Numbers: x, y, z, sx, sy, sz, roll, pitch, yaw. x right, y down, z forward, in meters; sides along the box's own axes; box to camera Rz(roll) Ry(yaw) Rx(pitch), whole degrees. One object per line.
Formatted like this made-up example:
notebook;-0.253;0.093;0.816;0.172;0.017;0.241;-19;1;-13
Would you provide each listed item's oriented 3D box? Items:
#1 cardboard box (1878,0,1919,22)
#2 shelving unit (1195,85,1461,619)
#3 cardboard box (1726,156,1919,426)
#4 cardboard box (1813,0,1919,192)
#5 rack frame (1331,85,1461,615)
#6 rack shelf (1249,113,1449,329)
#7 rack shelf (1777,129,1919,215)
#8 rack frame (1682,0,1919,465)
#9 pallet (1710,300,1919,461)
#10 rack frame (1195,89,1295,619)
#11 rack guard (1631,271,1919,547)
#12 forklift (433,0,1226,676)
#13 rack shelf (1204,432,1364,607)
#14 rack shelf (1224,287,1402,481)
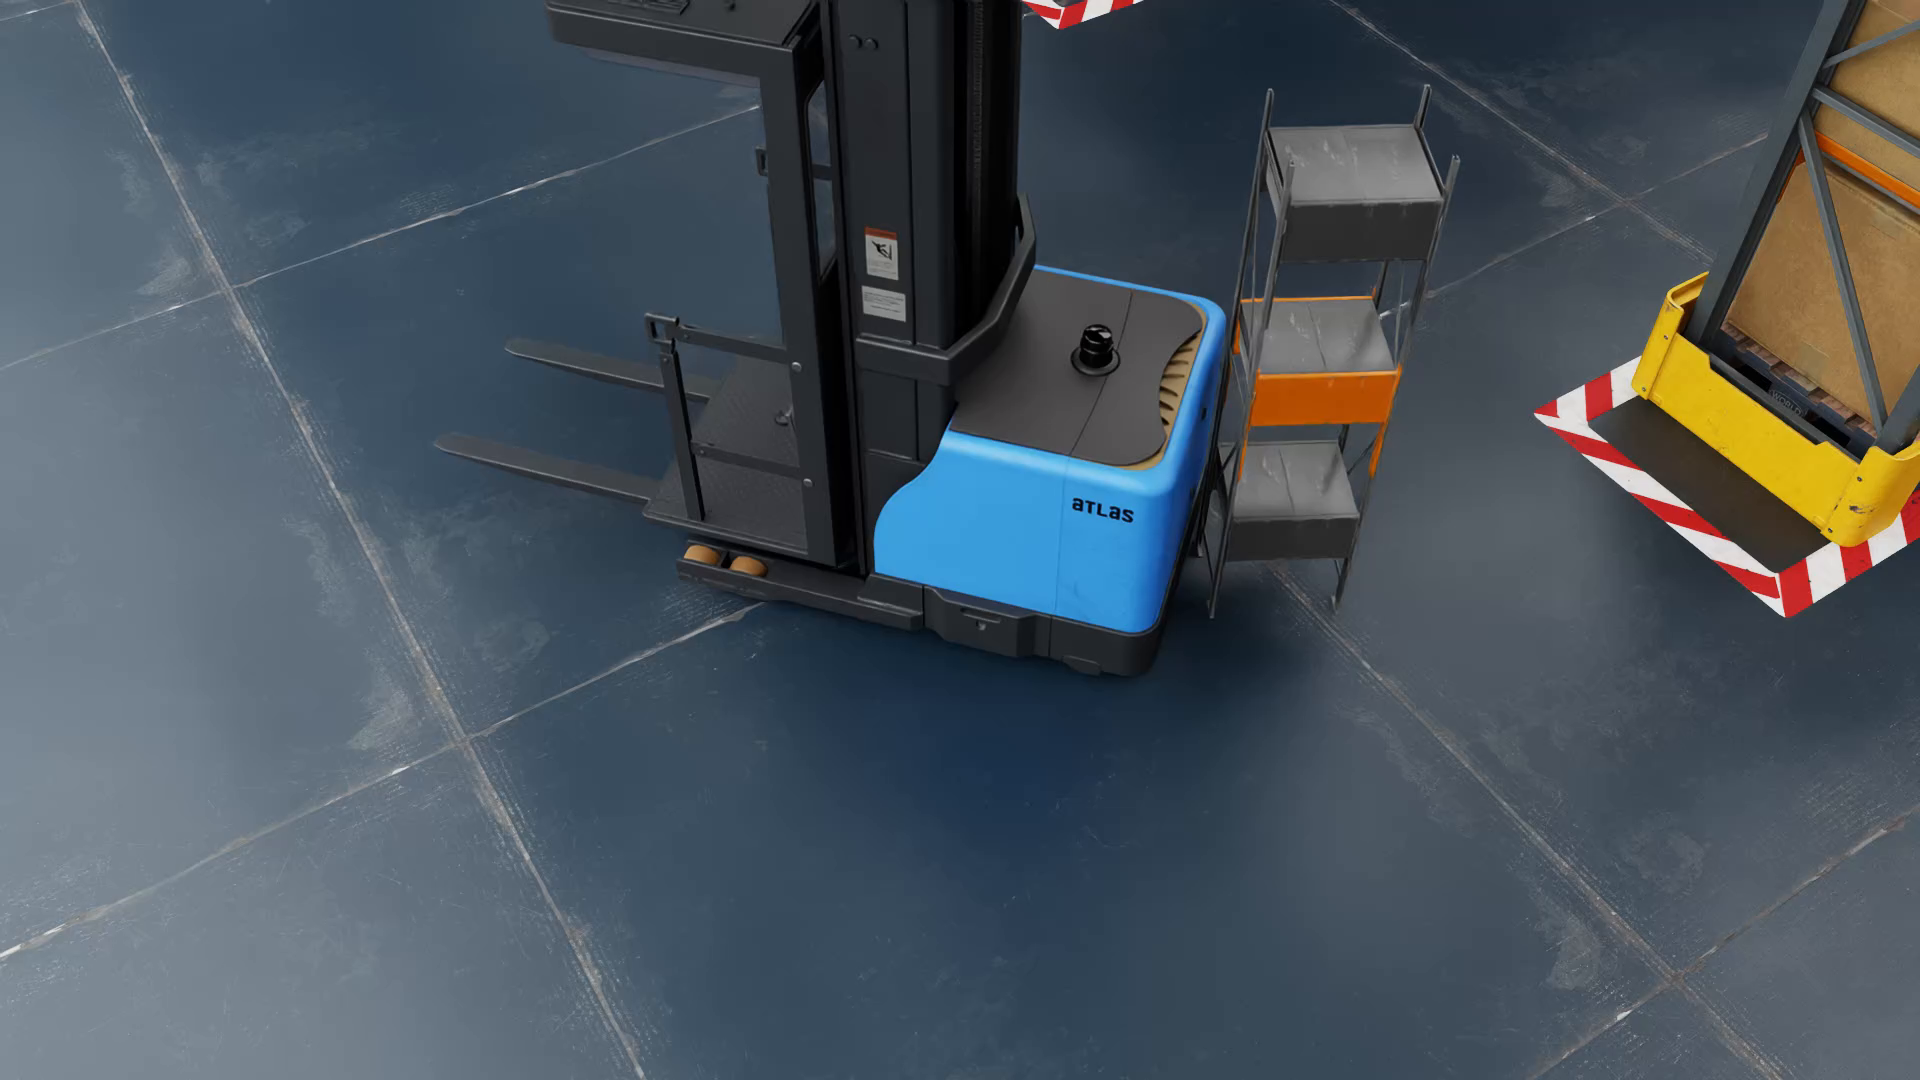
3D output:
cardboard box;3.734;-1.929;5.581;0.550;0.550;0.875;-25;53;-21
shelving unit;1.207;-0.550;5.779;0.503;2.100;0.431;-2;48;-2
cardboard box;3.937;-1.141;6.845;0.875;0.875;0.875;-25;53;-21
cardboard box;3.689;-1.623;6.031;0.550;0.550;0.875;-25;53;-21
rack frame;1.451;-0.558;5.786;0.015;2.100;0.400;-2;48;-2
rack shelf;1.207;-1.007;5.267;0.480;0.518;0.431;-2;48;-2
rack shelf;5.091;-1.954;6.909;4.000;0.370;1.077;-25;53;-21
rack frame;3.399;-1.396;5.930;0.127;3.000;1.000;-25;53;-21
pallet;4.034;-0.837;7.299;1.213;0.211;1.003;-25;53;-21
rack frame;0.963;-0.543;5.772;0.015;2.100;0.400;-2;48;-2
rack guard;3.379;-0.555;6.855;0.348;0.500;1.175;-25;53;-21
forklift;-0.595;-1.114;5.724;3.031;2.935;1.130;13;50;11
rack shelf;1.207;-0.075;6.312;0.480;0.518;0.431;-2;48;-2
rack shelf;1.207;-0.541;5.789;0.480;0.518;0.431;-2;48;-2
